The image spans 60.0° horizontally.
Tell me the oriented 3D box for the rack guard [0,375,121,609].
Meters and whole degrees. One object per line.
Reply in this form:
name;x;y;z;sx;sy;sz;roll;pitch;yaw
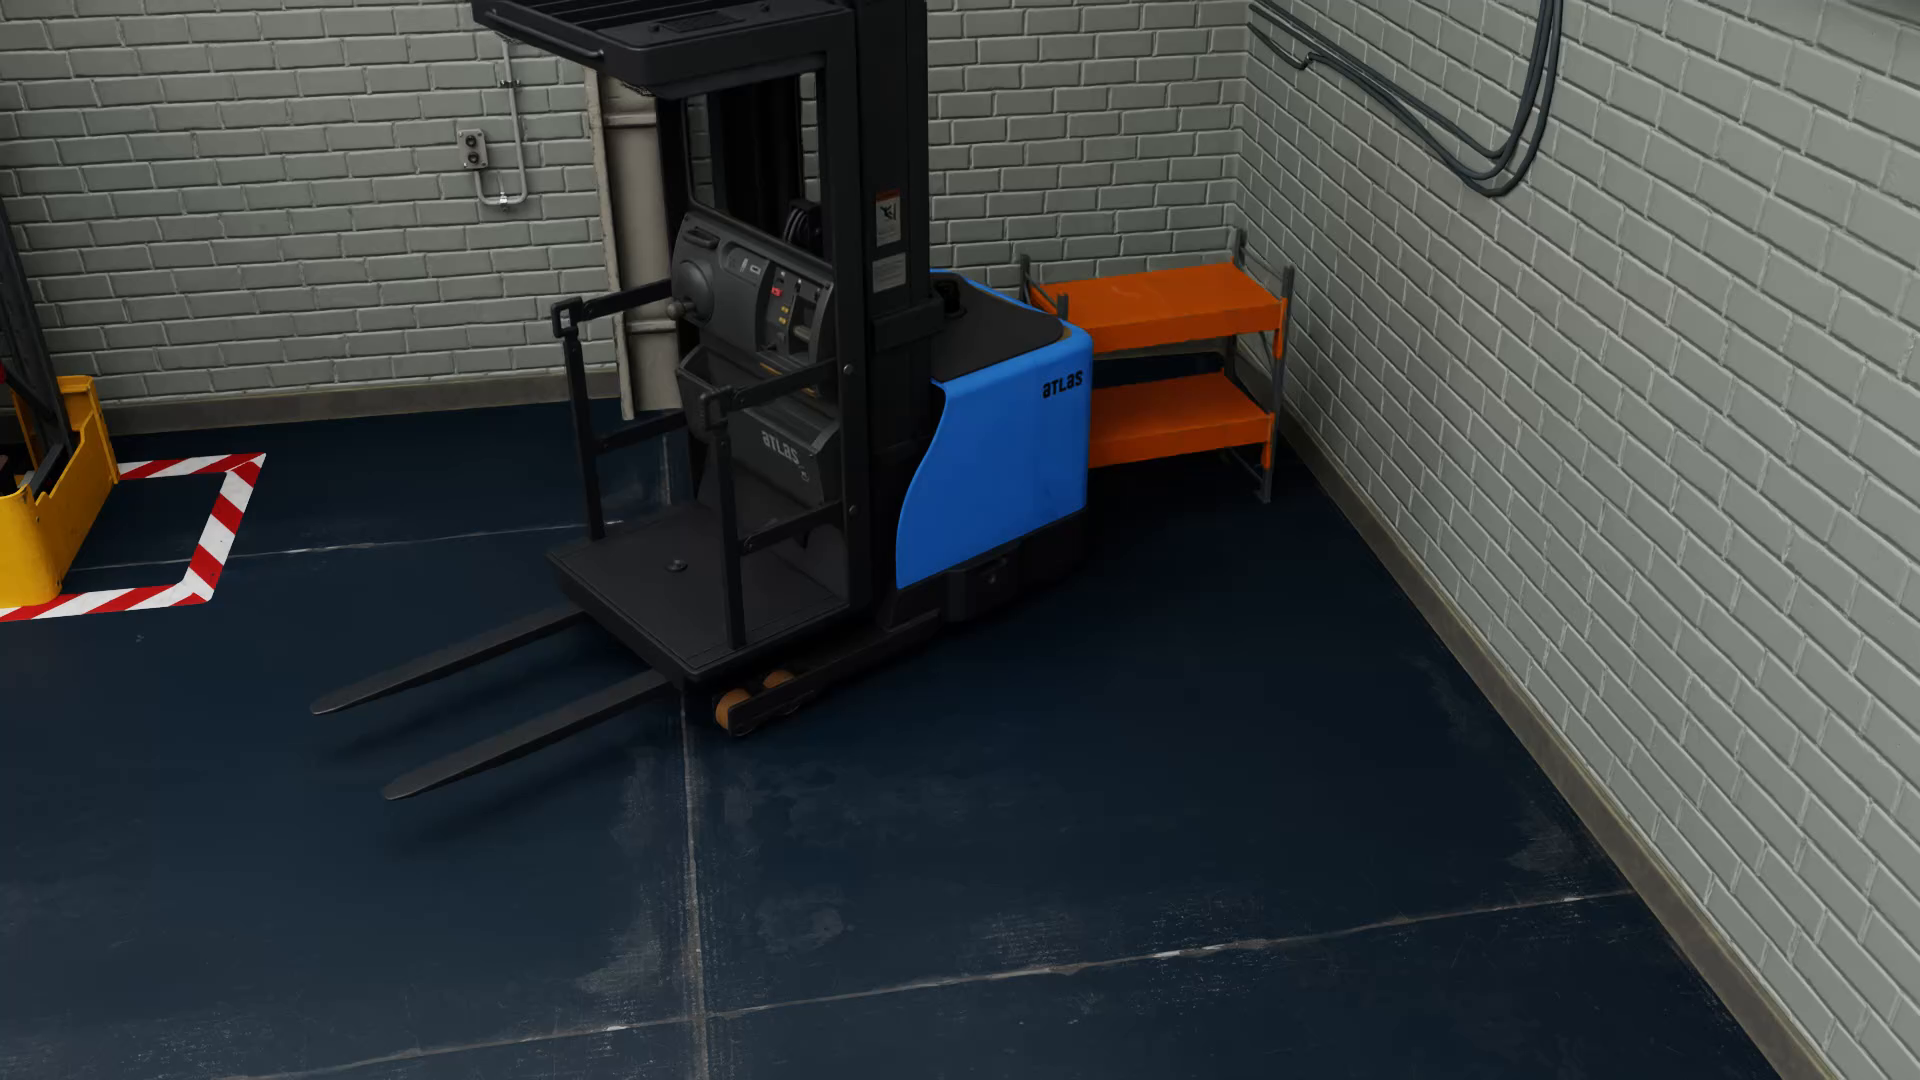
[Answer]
rack guard;-3.984;-0.230;7.148;0.348;0.500;1.175;-5;31;-9

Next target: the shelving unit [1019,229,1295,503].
shelving unit;0.831;-0.695;7.322;1.048;1.125;0.538;-9;32;-15

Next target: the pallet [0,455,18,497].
pallet;-4.780;0.009;7.027;1.213;0.211;1.003;-5;31;-9

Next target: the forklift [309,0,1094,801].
forklift;-0.909;-0.854;5.811;3.031;2.935;1.130;-23;38;-34

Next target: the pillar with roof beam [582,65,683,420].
pillar with roof beam;-0.732;-2.423;2.493;0.400;9.000;9.100;-5;31;-9

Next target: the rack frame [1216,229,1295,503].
rack frame;1.315;-0.773;7.455;0.032;1.125;0.500;-9;32;-15

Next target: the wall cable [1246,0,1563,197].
wall cable;1.620;-2.891;6.352;0.112;2.526;3.097;-5;31;-9

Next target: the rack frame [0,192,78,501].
rack frame;-4.008;-1.305;6.511;0.127;3.000;1.000;-5;31;-9

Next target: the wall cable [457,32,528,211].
wall cable;-2.918;-2.332;7.254;1.851;1.984;0.084;-5;31;-9

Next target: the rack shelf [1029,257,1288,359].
rack shelf;0.831;-0.947;7.173;1.000;0.278;0.538;-9;32;-15

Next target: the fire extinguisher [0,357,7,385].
fire extinguisher;-3.776;-0.895;6.257;0.183;0.674;0.296;-5;31;-9

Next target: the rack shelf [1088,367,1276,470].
rack shelf;0.831;-0.484;7.446;1.000;0.278;0.538;-9;32;-15

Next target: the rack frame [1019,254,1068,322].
rack frame;0.347;-0.616;7.188;0.032;1.125;0.500;-9;32;-15
